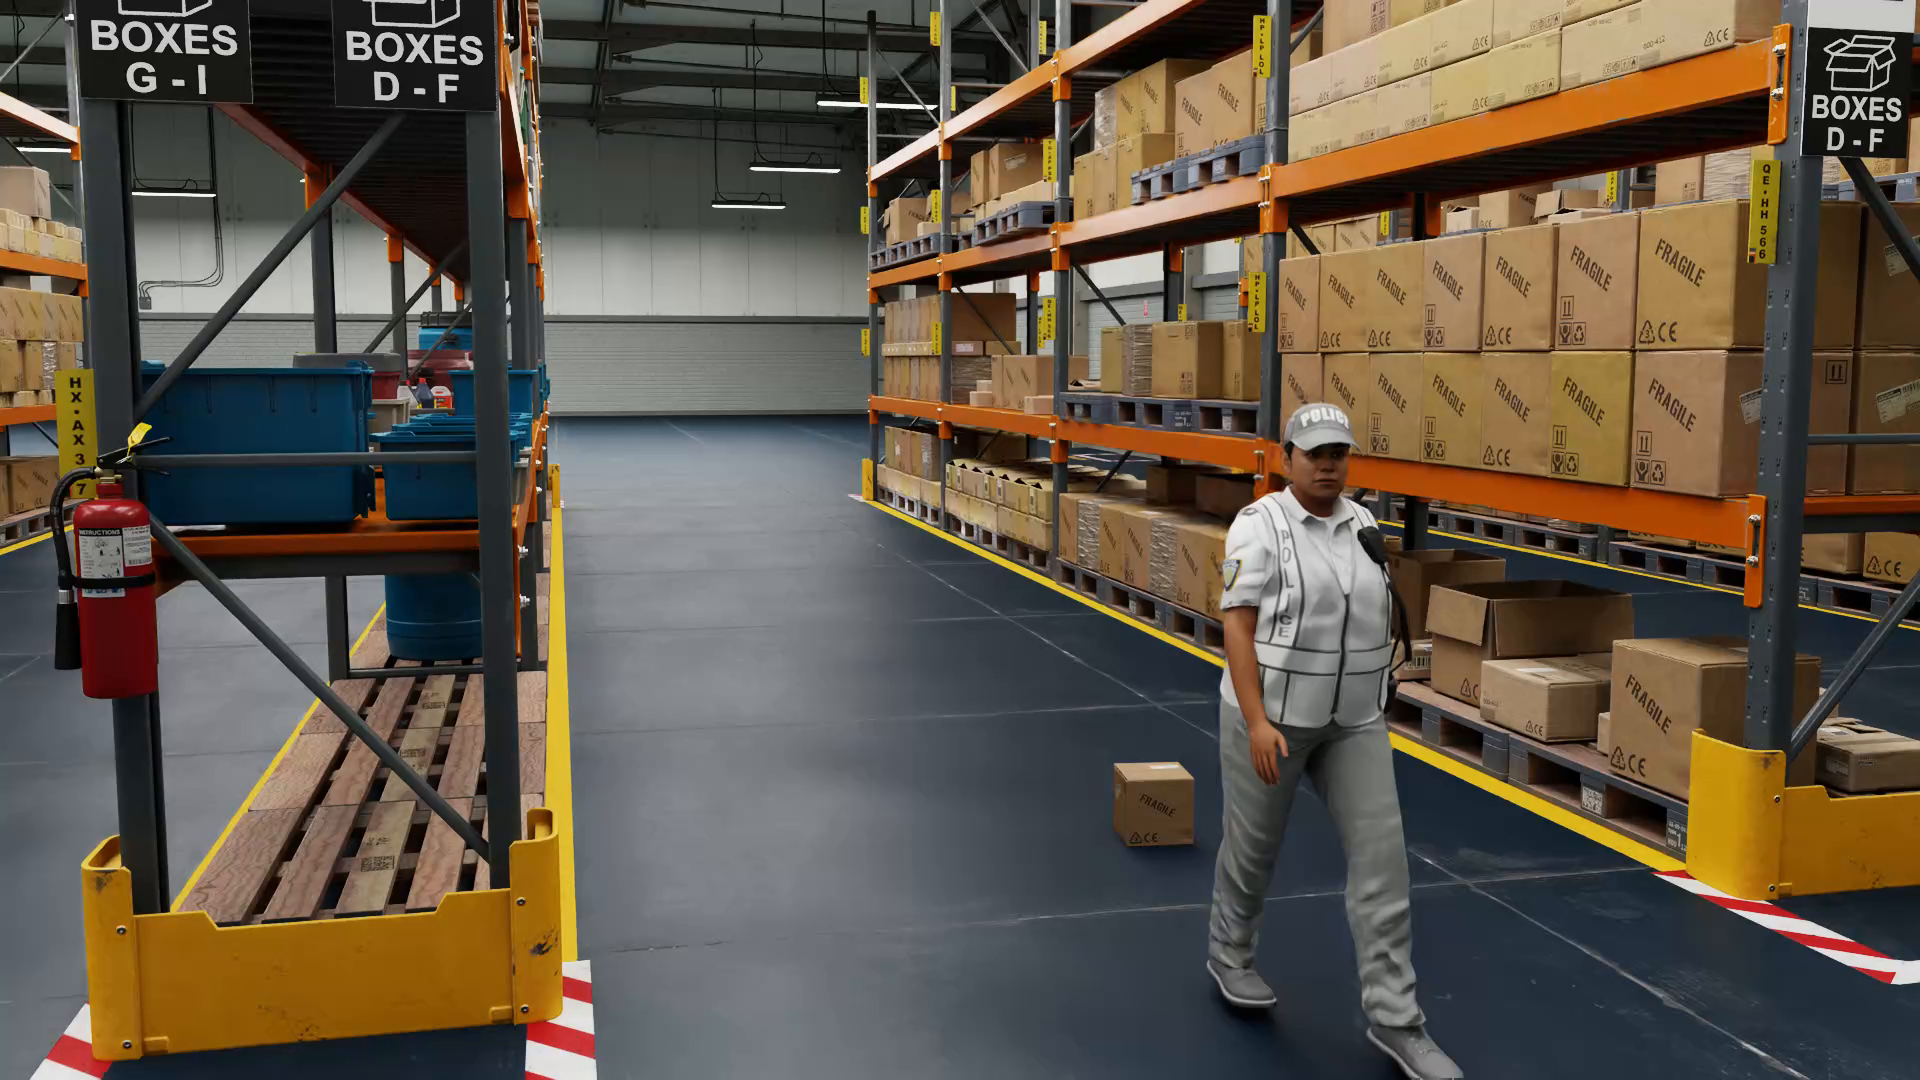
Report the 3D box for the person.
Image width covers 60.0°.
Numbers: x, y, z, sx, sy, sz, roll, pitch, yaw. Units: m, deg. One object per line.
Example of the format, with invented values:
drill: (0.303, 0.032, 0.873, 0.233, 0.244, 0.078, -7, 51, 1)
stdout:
person: (0.919, 0.476, 4.255, 0.502, 1.648, 0.840, -2, 6, -13)
